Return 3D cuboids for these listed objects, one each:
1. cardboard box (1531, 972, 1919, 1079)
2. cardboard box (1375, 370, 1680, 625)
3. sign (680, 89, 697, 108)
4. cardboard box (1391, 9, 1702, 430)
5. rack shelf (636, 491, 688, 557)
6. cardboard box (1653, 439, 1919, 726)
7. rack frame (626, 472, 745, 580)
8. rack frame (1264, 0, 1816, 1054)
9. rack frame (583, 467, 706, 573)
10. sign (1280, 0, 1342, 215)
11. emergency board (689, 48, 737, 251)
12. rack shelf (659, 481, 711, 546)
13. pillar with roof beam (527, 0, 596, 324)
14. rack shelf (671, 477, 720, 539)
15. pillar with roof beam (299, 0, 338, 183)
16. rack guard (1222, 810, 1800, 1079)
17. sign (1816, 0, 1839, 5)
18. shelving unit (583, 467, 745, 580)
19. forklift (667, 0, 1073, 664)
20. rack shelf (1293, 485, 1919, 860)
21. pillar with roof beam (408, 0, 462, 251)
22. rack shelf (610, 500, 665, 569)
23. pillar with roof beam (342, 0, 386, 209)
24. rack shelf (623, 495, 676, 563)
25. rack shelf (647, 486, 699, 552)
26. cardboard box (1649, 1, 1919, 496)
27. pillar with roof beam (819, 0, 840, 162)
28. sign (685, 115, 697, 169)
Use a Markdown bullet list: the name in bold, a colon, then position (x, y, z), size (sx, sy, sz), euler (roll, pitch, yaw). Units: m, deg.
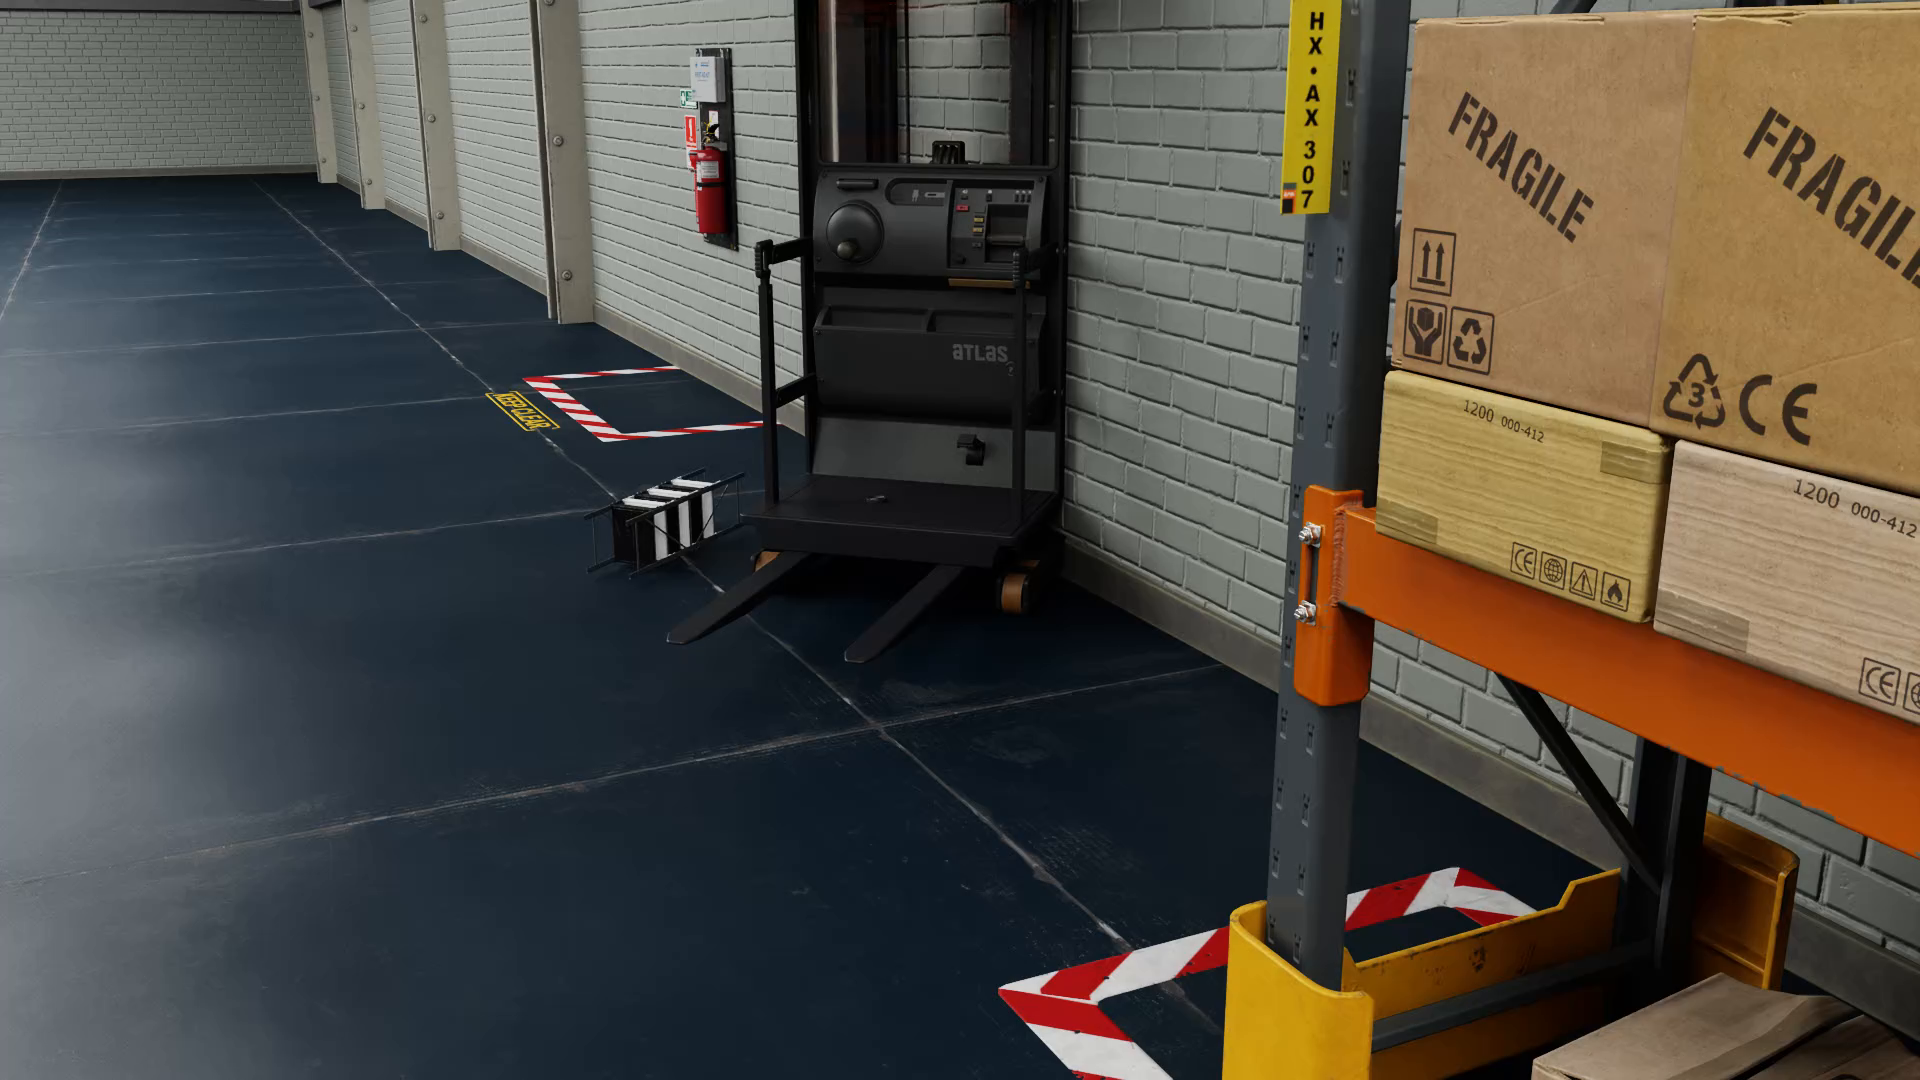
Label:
- **cardboard box**: position (1.259, 0.940, 2.615), size (0.500, 0.311, 0.500), euler (-10, 19, -31)
- **cardboard box**: position (0.965, -0.102, 2.403), size (0.500, 0.250, 0.500), euler (-8, 18, -27)
- **sign**: position (-1.711, -2.779, 10.471), size (0.001, 0.109, 0.331), euler (-8, 18, -25)
- **cardboard box**: position (0.976, -0.467, 2.316), size (0.500, 0.500, 0.500), euler (-8, 18, -25)
- **rack shelf**: position (-1.247, -0.069, 6.958), size (0.200, 0.258, 0.077), euler (7, 17, 23)
- **cardboard box**: position (1.206, 0.025, 1.960), size (0.500, 0.250, 0.500), euler (-8, 18, -27)
- **rack frame**: position (-1.131, -0.072, 6.969), size (0.006, 0.240, 0.900), euler (7, 17, 23)
- **rack frame**: position (1.037, -0.324, 2.940), size (1.000, 3.000, 0.127), euler (-8, 18, -25)
- **rack frame**: position (-1.317, -0.095, 7.047), size (0.006, 0.240, 0.900), euler (7, 17, 23)
- **sign**: position (0.549, -0.674, 2.592), size (0.100, 0.325, 0.005), euler (-8, 18, -25)
- **emergency board**: position (-1.556, -2.360, 10.035), size (0.194, 1.169, 0.643), euler (-8, 18, -25)
- **rack shelf**: position (-1.175, -0.115, 7.117), size (0.200, 0.258, 0.077), euler (7, 17, 23)
- **pillar with roof beam**: position (-7.006, -5.593, 10.428), size (9.100, 9.000, 0.400), euler (-8, 18, -25)
- **rack shelf**: position (-1.139, -0.137, 7.196), size (0.200, 0.258, 0.077), euler (7, 17, 23)
- **pillar with roof beam**: position (-14.892, -10.057, 25.981), size (9.100, 9.000, 0.400), euler (-8, 18, -25)
- **rack guard**: position (1.070, 0.897, 3.219), size (1.175, 0.500, 0.348), euler (-8, 18, -25)
- **sign**: position (1.545, -1.094, 2.953), size (0.100, 0.325, 0.005), euler (-8, 18, -25)
- **shelving unit**: position (-1.224, -0.083, 7.008), size (0.210, 0.258, 0.900), euler (7, 17, 23)
- **forklift**: position (-0.182, -1.243, 6.268), size (1.130, 2.935, 3.031), euler (5, 17, 16)
- **rack shelf**: position (1.913, 0.518, 1.311), size (1.077, 0.370, 4.000), euler (-8, 18, -25)
- **pillar with roof beam**: position (-9.634, -7.081, 15.612), size (9.100, 9.000, 0.400), euler (-8, 18, -25)
- **rack shelf**: position (-1.319, -0.024, 6.800), size (0.200, 0.258, 0.077), euler (7, 17, 23)
- **pillar with roof beam**: position (-12.263, -8.569, 20.797), size (9.100, 9.000, 0.400), euler (-8, 18, -25)
- **rack shelf**: position (-1.283, -0.046, 6.879), size (0.200, 0.258, 0.077), euler (7, 17, 23)
- **rack shelf**: position (-1.211, -0.092, 7.037), size (0.200, 0.258, 0.077), euler (7, 17, 23)
- **cardboard box**: position (1.183, -0.343, 1.884), size (0.500, 0.500, 0.500), euler (-8, 18, -25)
- **pillar with roof beam**: position (-4.377, -4.106, 5.244), size (9.100, 9.000, 0.400), euler (-8, 18, -25)
- **sign**: position (-1.705, -2.526, 10.551), size (0.001, 0.329, 0.234), euler (-8, 18, -25)
